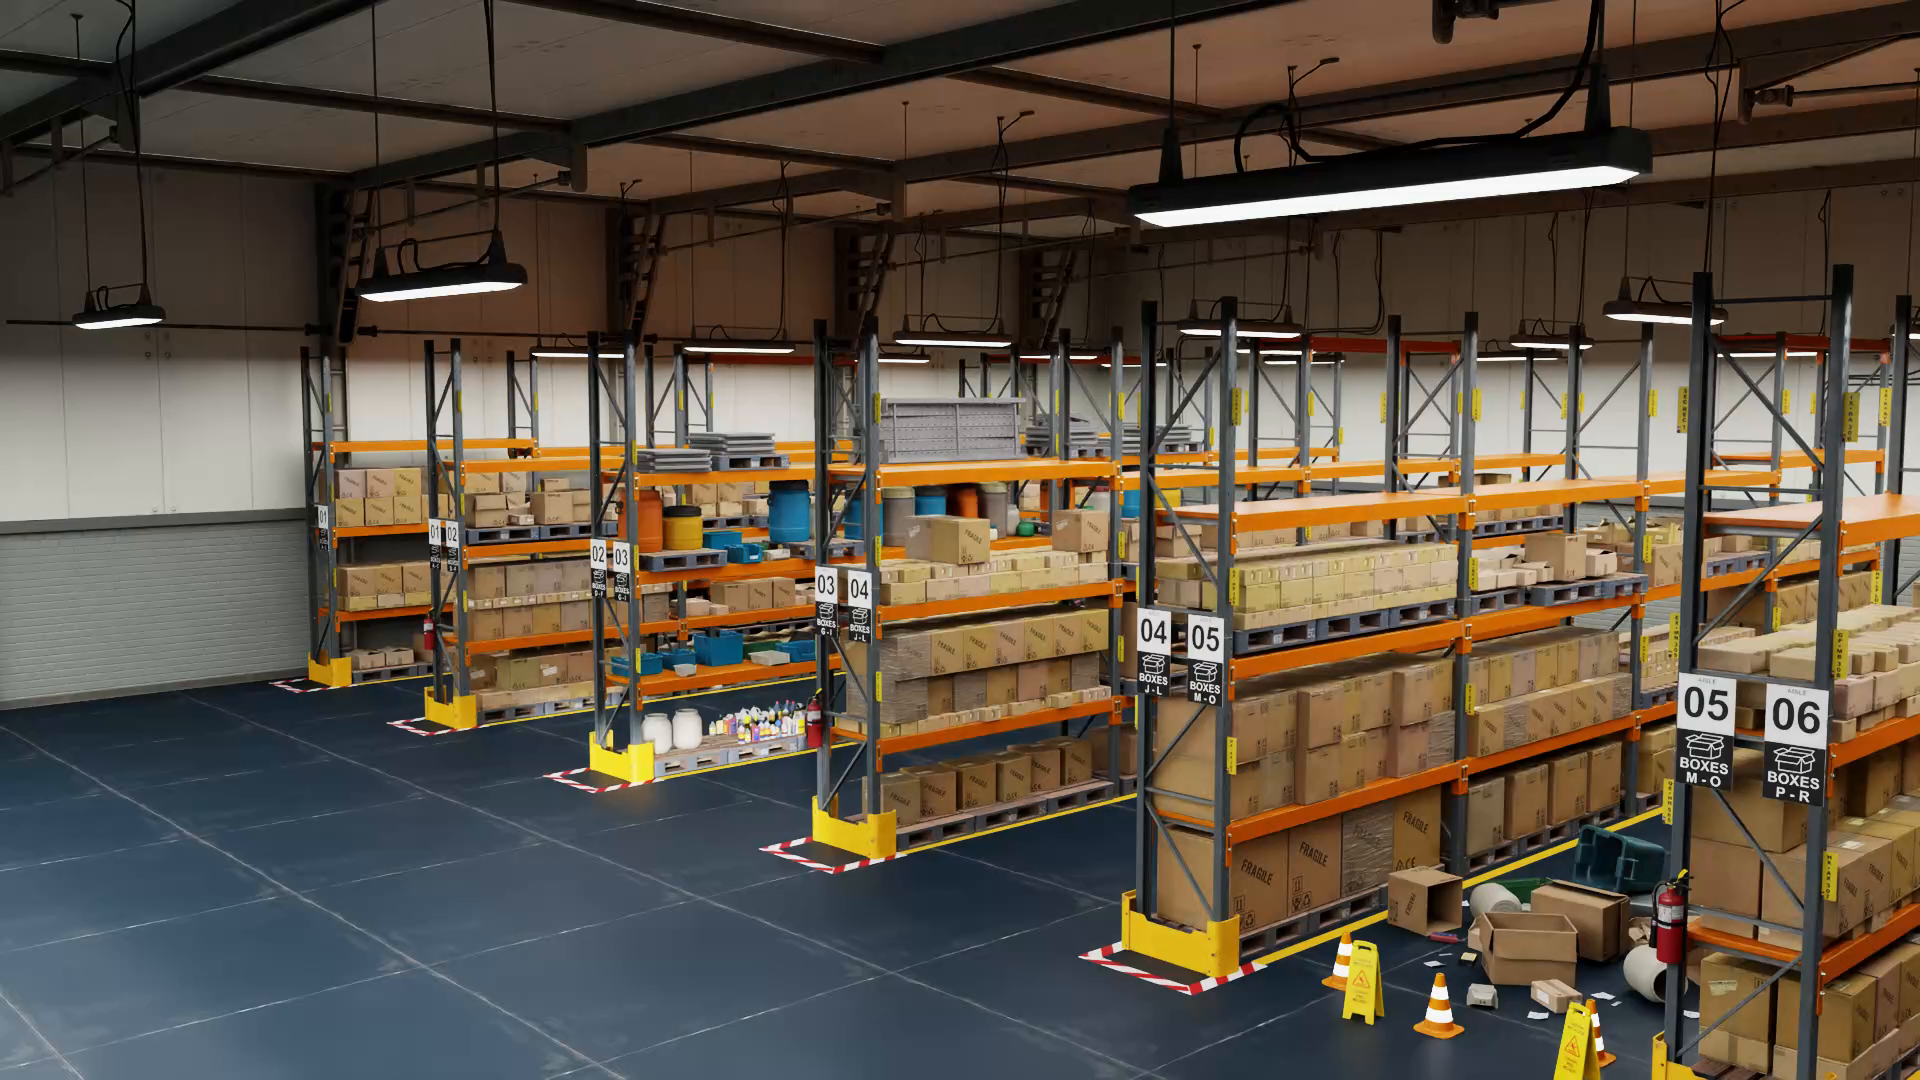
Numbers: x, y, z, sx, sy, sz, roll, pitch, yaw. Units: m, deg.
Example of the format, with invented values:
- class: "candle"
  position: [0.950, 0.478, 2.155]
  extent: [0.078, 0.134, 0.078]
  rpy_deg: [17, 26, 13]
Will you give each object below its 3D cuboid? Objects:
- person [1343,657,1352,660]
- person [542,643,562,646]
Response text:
- class: "person"
  position: [5.260, 2.290, 22.647]
  extent: [1.066, 1.742, 0.675]
  rpy_deg: [-5, 7, -42]
- class: "person"
  position: [-7.259, 1.764, 29.478]
  extent: [0.632, 1.801, 0.412]
  rpy_deg: [-2, 6, -24]
